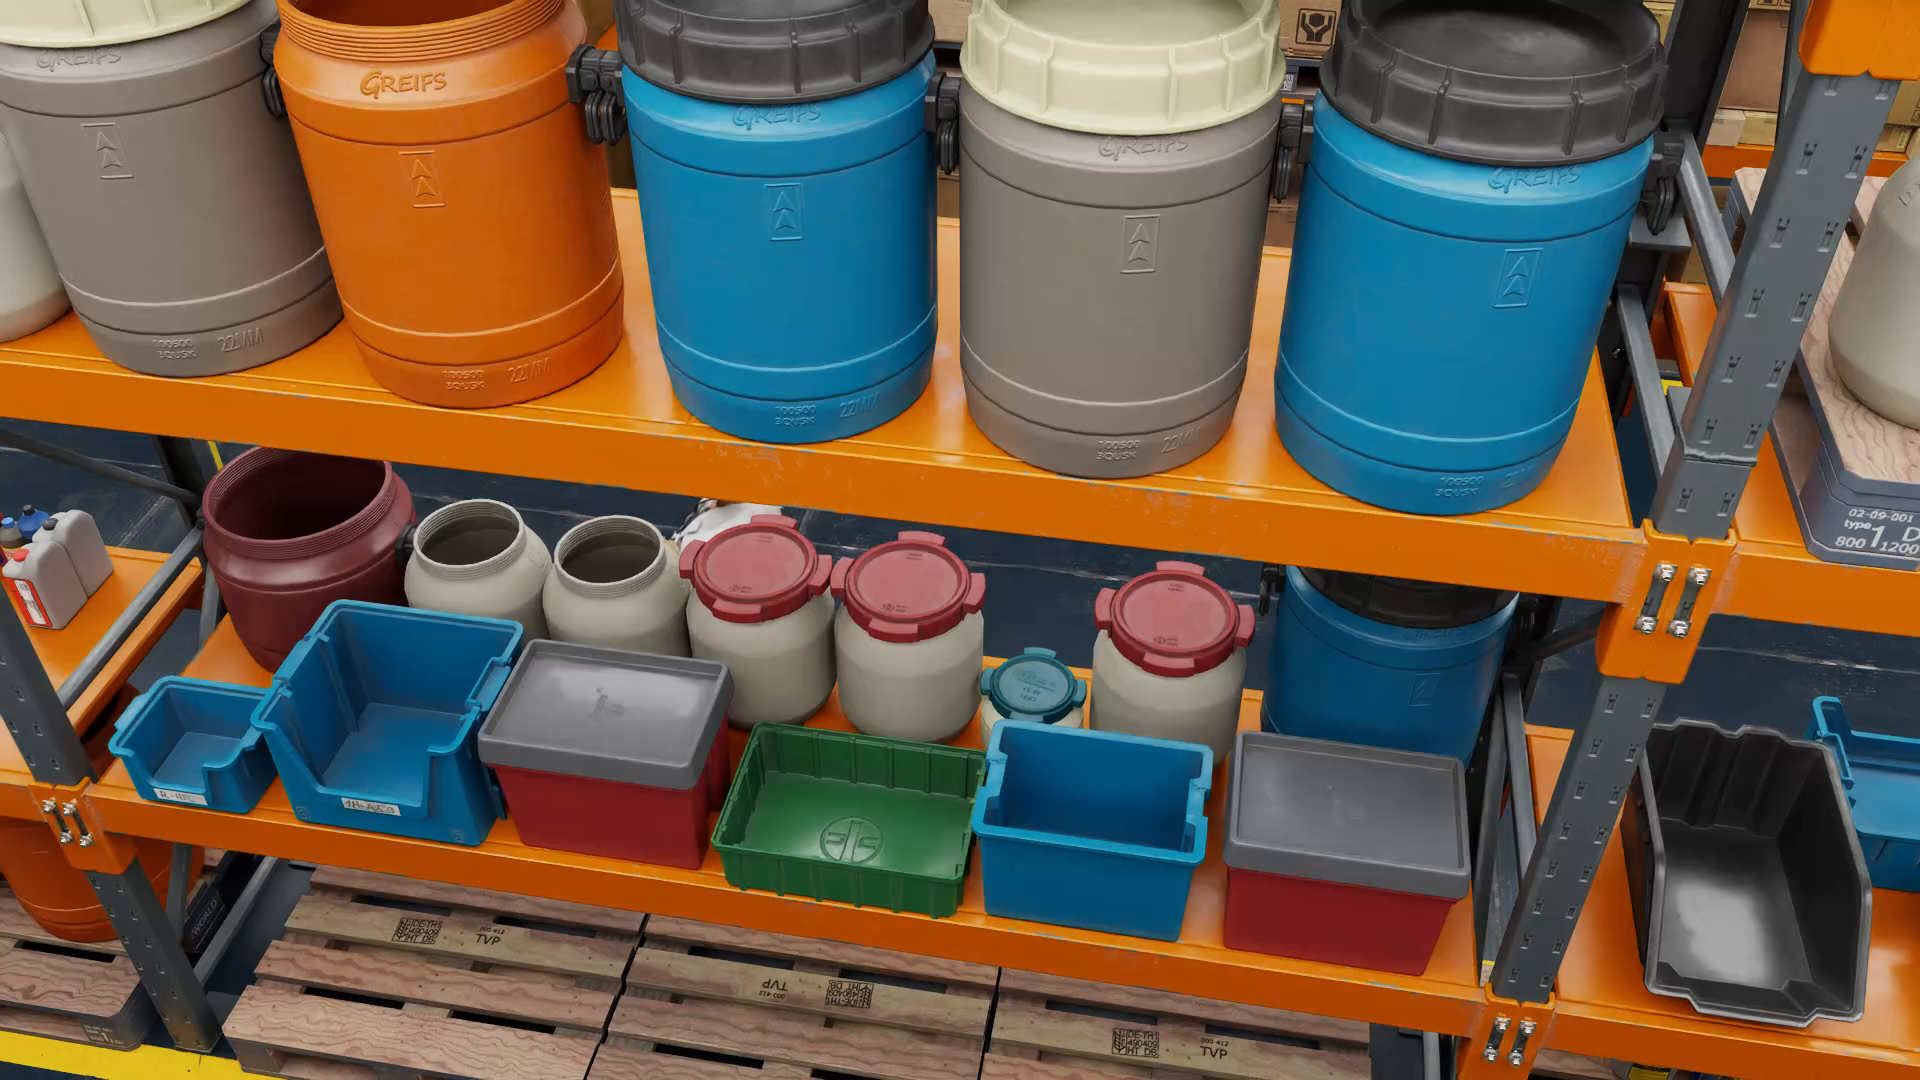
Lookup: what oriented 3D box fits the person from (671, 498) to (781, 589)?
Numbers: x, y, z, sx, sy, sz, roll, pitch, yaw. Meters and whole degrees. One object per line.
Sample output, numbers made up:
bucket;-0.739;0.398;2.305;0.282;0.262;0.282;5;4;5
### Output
person;-0.881;0.324;5.780;0.548;1.777;0.537;6;40;8
